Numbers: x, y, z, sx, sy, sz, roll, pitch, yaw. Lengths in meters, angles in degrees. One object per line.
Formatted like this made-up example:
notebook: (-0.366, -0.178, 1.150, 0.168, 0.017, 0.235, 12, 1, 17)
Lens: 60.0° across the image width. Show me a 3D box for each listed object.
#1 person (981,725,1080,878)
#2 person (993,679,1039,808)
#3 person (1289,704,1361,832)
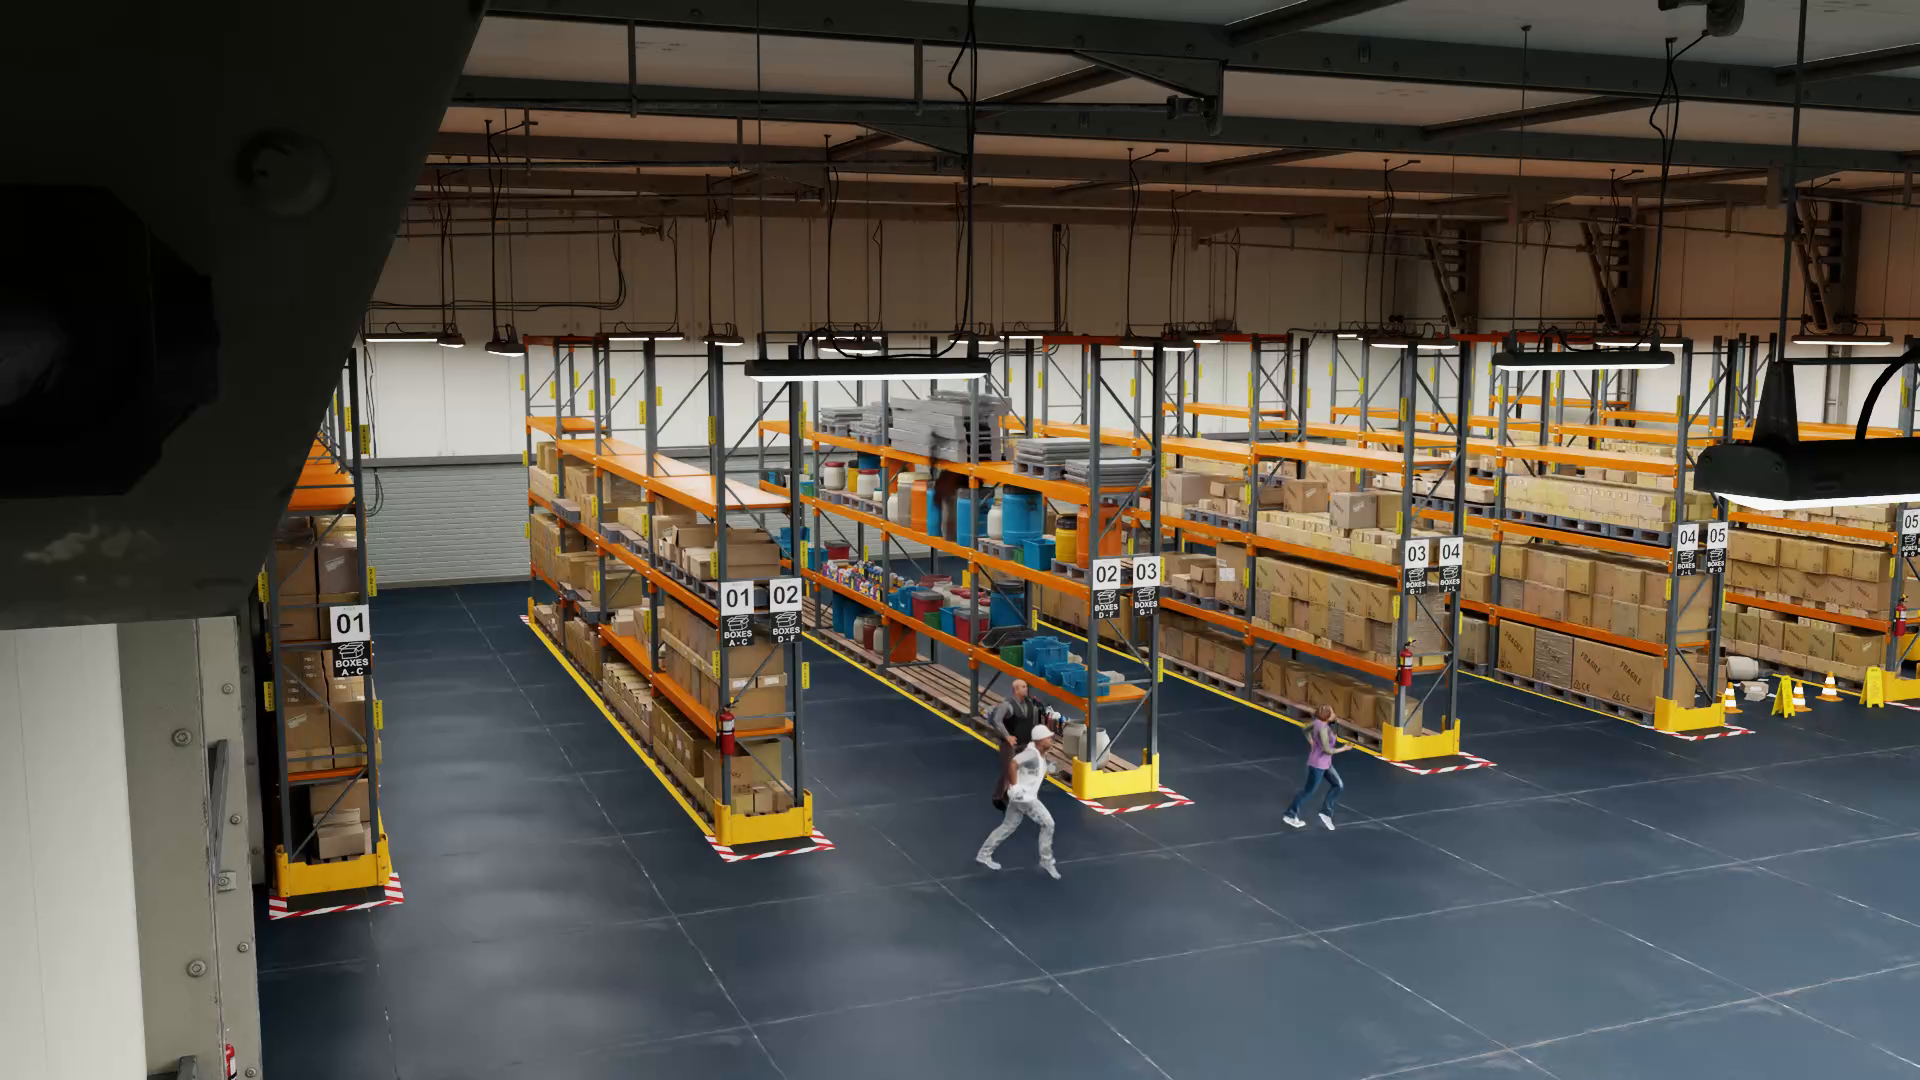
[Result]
person: (0.801, 2.966, 18.883, 1.122, 1.776, 0.683, 0, 8, -1)
person: (0.822, 2.645, 21.575, 0.714, 1.696, 0.636, -6, 10, -37)
person: (4.520, 2.817, 20.589, 0.848, 1.640, 0.548, 1, 8, 11)
